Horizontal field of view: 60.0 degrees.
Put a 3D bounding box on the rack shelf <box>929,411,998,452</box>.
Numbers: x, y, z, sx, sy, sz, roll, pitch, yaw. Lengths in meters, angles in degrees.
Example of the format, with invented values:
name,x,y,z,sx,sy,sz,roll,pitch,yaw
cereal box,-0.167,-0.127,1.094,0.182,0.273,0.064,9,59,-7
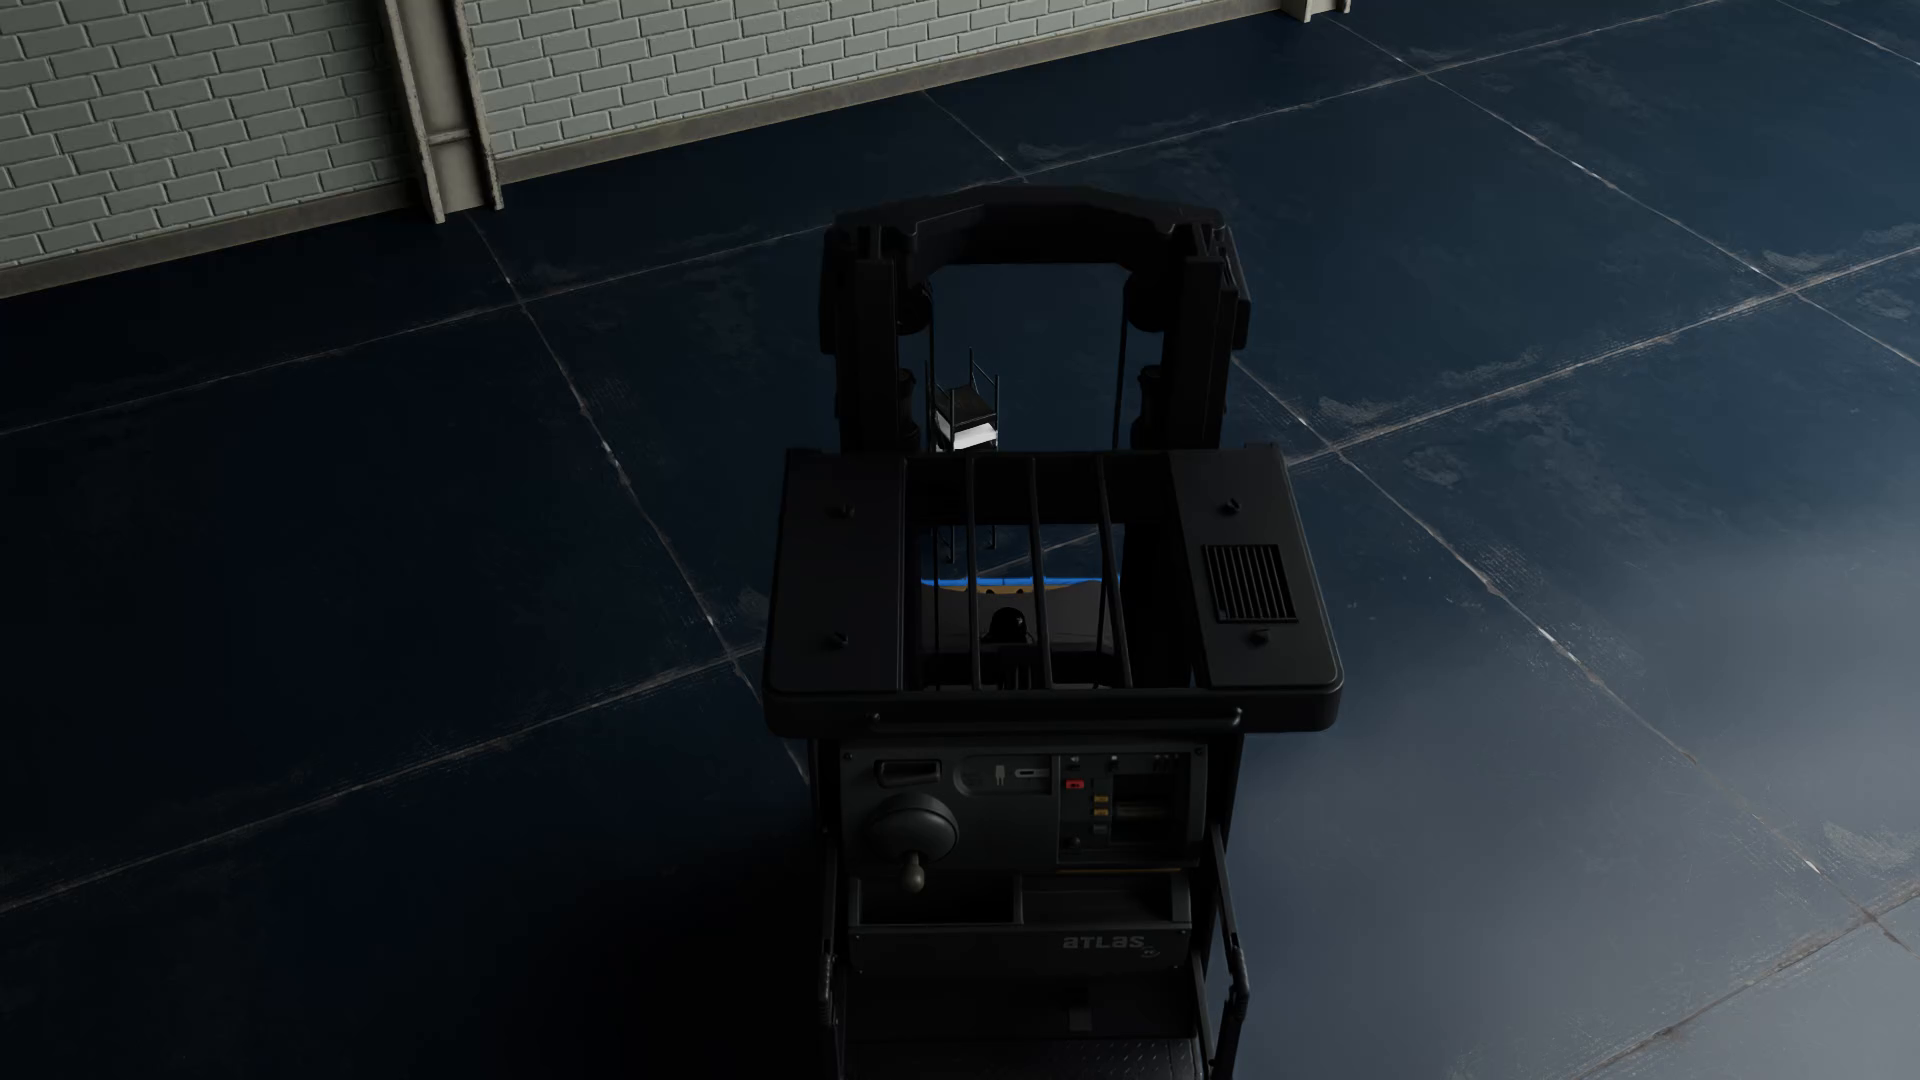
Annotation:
name,x,y,z,sx,sy,sz,roll,pitch,yaw
rack shelf,0.007,-0.458,6.867,0.200,0.077,0.258,-19,44,-21

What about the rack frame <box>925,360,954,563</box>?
name,x,y,z,sx,sy,sz,roll,pitch,yaw
rack frame,-0.083,-0.316,6.926,0.006,0.900,0.240,-19,44,-21

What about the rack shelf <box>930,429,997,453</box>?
name,x,y,z,sx,sy,sz,roll,pitch,yaw
rack shelf,0.007,-0.389,6.926,0.200,0.077,0.258,-19,44,-21

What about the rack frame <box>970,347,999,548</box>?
name,x,y,z,sx,sy,sz,roll,pitch,yaw
rack frame,0.097,-0.376,6.998,0.006,0.900,0.240,-19,44,-21

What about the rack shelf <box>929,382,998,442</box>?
name,x,y,z,sx,sy,sz,roll,pitch,yaw
rack shelf,0.007,-0.527,6.809,0.200,0.077,0.258,-19,44,-21

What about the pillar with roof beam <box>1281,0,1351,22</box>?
name,x,y,z,sx,sy,sz,roll,pitch,yaw
pillar with roof beam,4.464,-4.682,5.816,0.400,9.000,9.100,-19,44,-21

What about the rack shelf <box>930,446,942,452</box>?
name,x,y,z,sx,sy,sz,roll,pitch,yaw
rack shelf,0.007,-0.320,6.984,0.200,0.077,0.258,-19,44,-21

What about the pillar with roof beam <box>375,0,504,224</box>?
name,x,y,z,sx,sy,sz,roll,pitch,yaw
pillar with roof beam,-0.857,-2.892,3.701,0.400,9.000,9.100,-19,44,-21

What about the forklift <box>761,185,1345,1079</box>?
name,x,y,z,sx,sy,sz,roll,pitch,yaw
forklift,0.167,0.772,4.070,1.130,2.935,3.031,-1,40,-1

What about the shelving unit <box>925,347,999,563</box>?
name,x,y,z,sx,sy,sz,roll,pitch,yaw
shelving unit,0.007,-0.346,6.962,0.210,0.900,0.258,-19,44,-21
